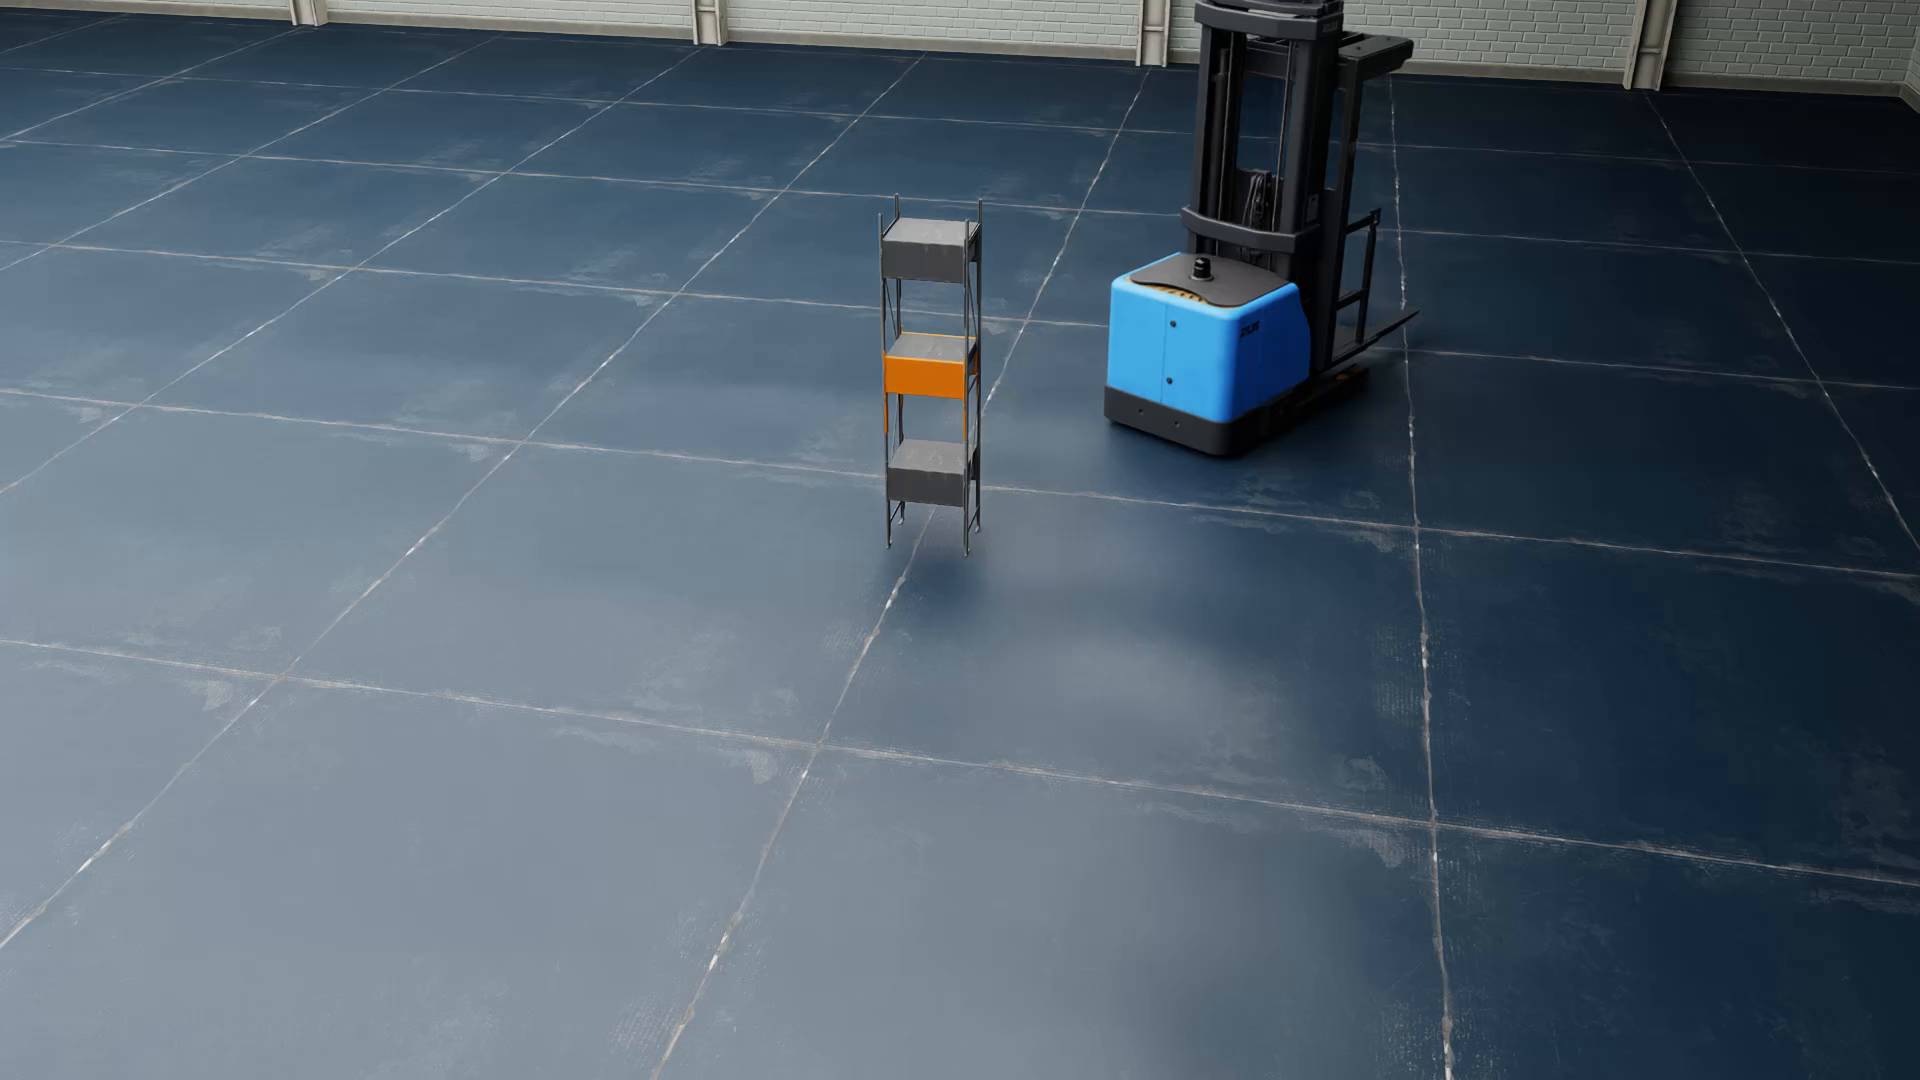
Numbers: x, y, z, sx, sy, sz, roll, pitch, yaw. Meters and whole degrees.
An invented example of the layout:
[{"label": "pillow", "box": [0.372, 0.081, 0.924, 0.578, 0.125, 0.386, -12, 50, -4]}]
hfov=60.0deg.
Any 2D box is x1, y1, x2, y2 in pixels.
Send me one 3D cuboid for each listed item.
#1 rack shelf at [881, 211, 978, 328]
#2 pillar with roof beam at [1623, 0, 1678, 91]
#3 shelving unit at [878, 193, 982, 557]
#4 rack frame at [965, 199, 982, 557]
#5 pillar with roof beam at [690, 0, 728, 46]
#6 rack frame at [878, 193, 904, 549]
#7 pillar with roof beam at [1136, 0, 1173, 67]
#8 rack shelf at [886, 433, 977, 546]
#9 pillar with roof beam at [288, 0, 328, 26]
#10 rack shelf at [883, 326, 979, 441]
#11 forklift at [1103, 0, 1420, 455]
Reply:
[{"label": "rack shelf", "box": [-0.162, -1.540, 9.447, 0.480, 0.518, 0.431, 6, 29, 11]}, {"label": "pillar with roof beam", "box": [7.457, -7.486, 14.552, 0.400, 9.000, 9.100, 6, 29, 11]}, {"label": "shelving unit", "box": [-0.162, -0.938, 9.776, 0.503, 2.100, 0.431, 6, 29, 11]}, {"label": "rack frame", "box": [0.077, -0.913, 9.731, 0.015, 2.100, 0.400, 6, 29, 11]}, {"label": "pillar with roof beam", "box": [-4.278, -8.689, 16.750, 0.400, 9.000, 9.100, 6, 29, 11]}, {"label": "rack frame", "box": [-0.401, -0.962, 9.821, 0.015, 2.100, 0.400, 6, 29, 11]}, {"label": "pillar with roof beam", "box": [1.590, -8.087, 15.651, 0.400, 9.000, 9.100, 6, 29, 11]}, {"label": "rack shelf", "box": [-0.162, -0.312, 10.119, 0.480, 0.518, 0.431, 6, 29, 11]}, {"label": "pillar with roof beam", "box": [-10.146, -9.291, 17.849, 0.400, 9.000, 9.100, 6, 29, 11]}, {"label": "rack shelf", "box": [-0.162, -0.926, 9.783, 0.480, 0.518, 0.431, 6, 29, 11]}, {"label": "forklift", "box": [2.369, -2.477, 11.722, 1.130, 2.935, 3.031, 23, 36, 36]}]
